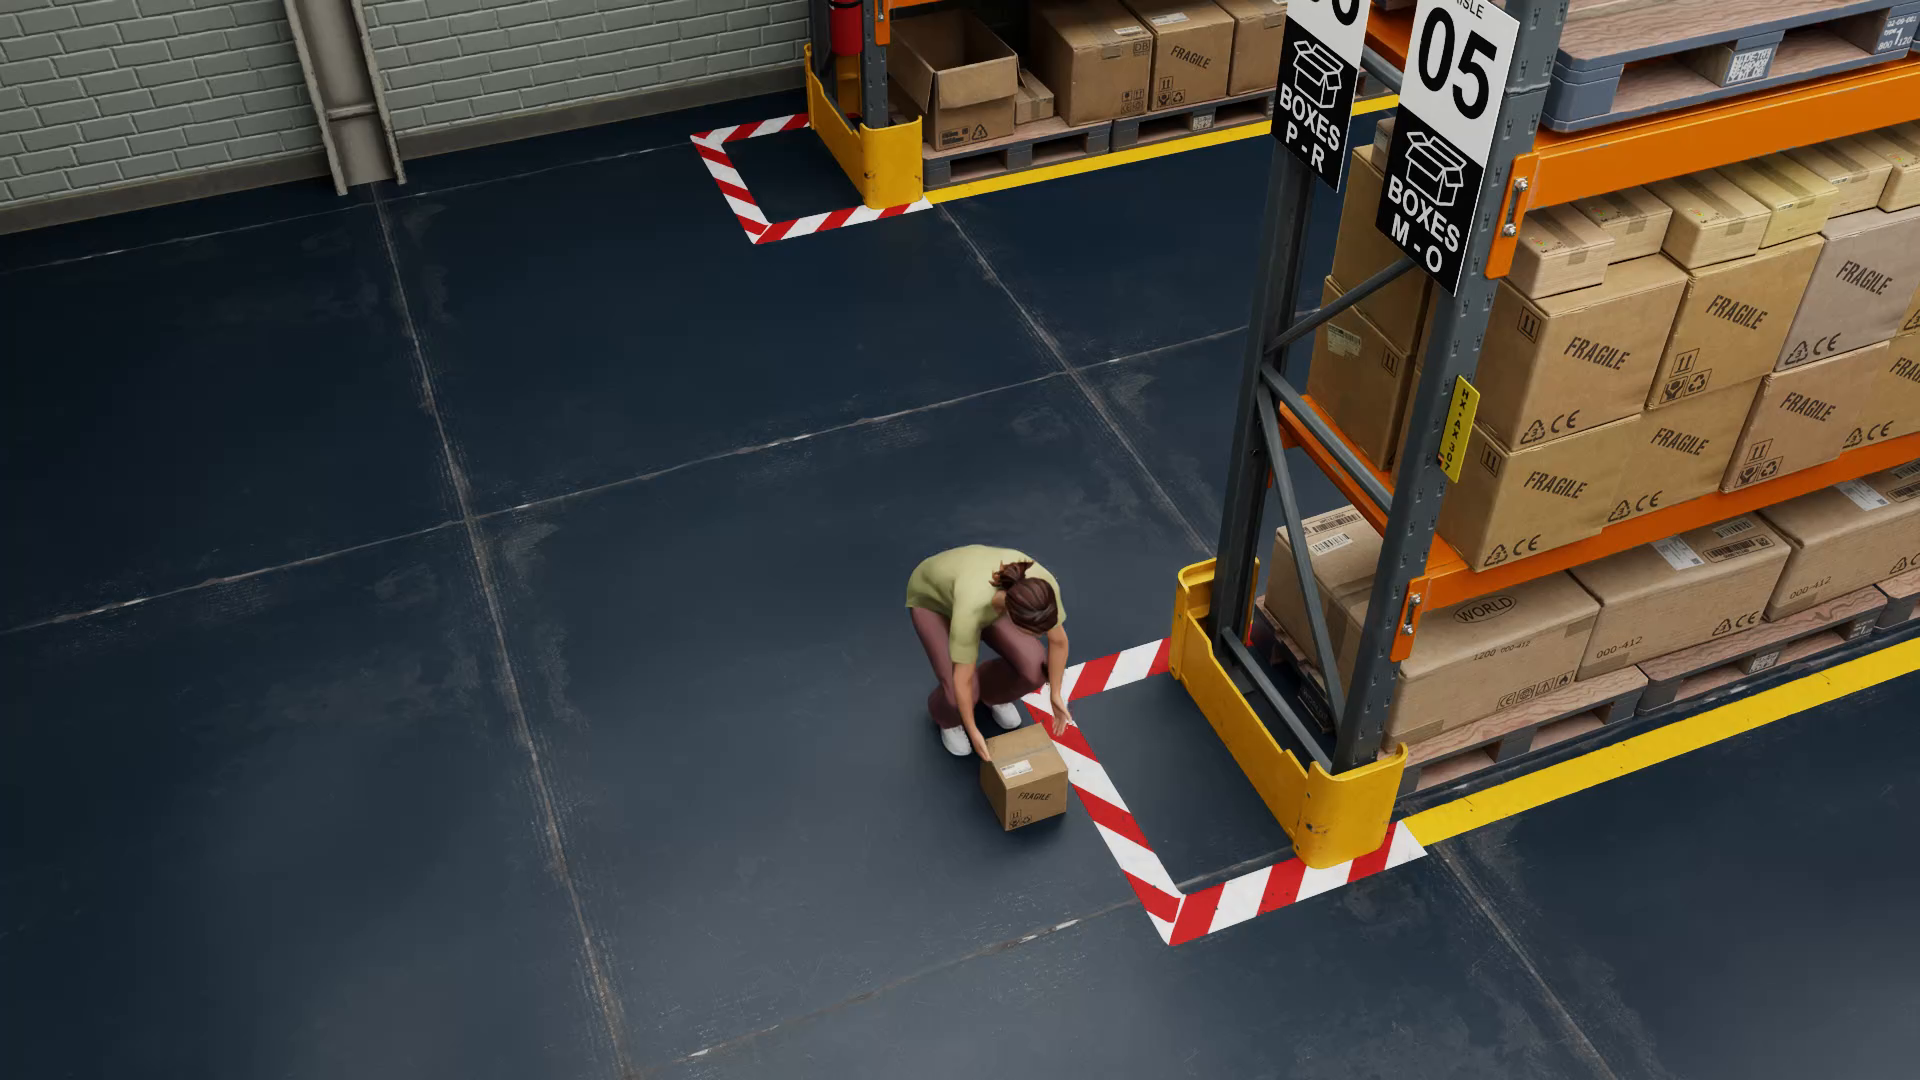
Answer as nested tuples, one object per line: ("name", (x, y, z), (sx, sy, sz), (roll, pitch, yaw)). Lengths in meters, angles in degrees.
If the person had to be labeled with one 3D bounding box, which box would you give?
("person", (0.114, 0.368, 6.241), (0.491, 1.023, 0.777), (-18, 45, -19))
